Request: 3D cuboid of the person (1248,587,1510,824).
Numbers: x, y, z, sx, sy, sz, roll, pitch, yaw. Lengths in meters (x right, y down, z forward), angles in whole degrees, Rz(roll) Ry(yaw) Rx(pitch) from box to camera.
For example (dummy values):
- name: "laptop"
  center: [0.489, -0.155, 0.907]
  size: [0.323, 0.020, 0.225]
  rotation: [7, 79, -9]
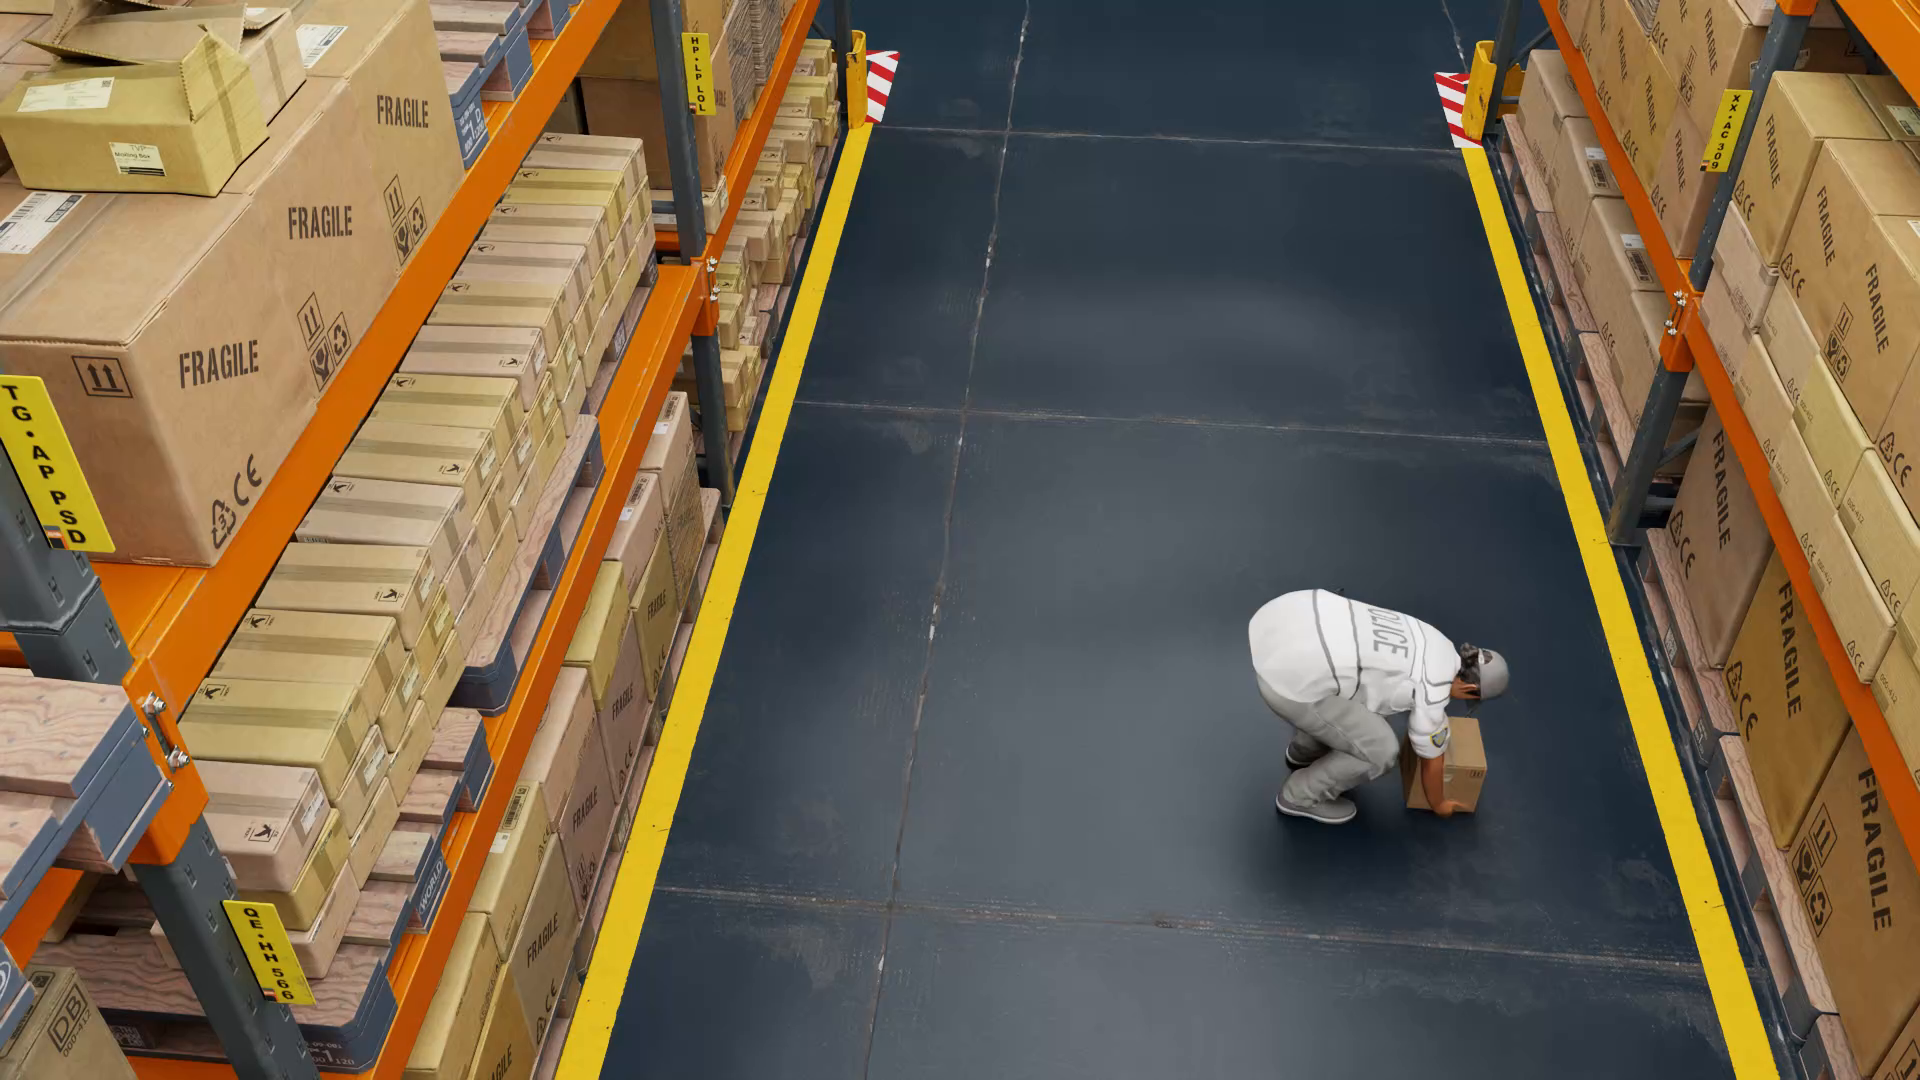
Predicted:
- name: "person"
  center: [1.529, 0.599, 6.052]
  size: [0.867, 0.887, 0.508]
  rotation: [2, 40, 2]
